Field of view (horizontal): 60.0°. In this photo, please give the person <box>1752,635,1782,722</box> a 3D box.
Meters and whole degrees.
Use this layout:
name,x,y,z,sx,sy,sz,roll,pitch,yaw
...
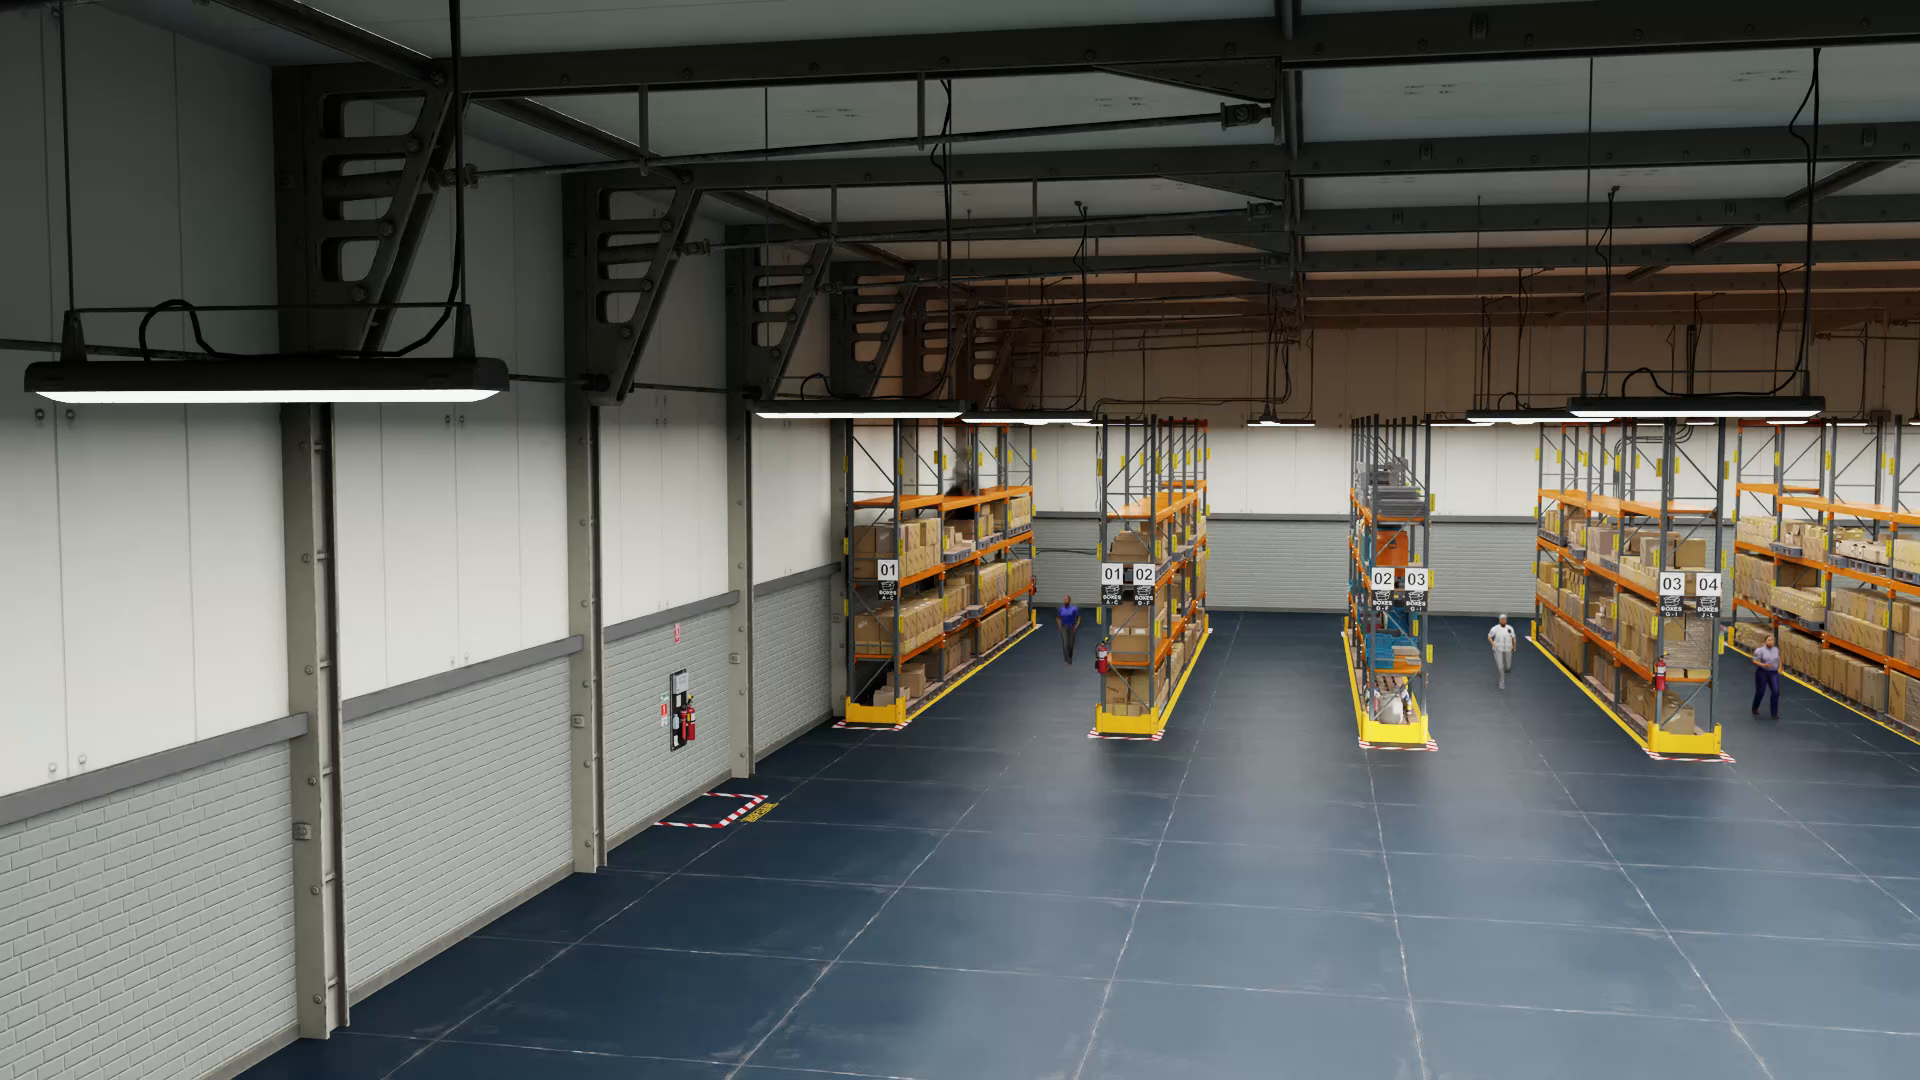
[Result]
name,x,y,z,sx,sy,sz,roll,pitch,yaw
person,15.959,2.728,32.890,0.622,1.727,0.752,0,4,3

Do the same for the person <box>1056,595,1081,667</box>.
name,x,y,z,sx,sy,sz,roll,pitch,yaw
person,2.479,2.087,38.200,0.575,1.636,0.450,1,4,12

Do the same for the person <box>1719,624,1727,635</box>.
name,x,y,z,sx,sy,sz,roll,pitch,yaw
person,20.458,1.909,45.182,0.825,1.635,0.616,0,4,3

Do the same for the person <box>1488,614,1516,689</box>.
name,x,y,z,sx,sy,sz,roll,pitch,yaw
person,12.053,2.469,36.981,0.608,1.619,0.592,0,4,6
